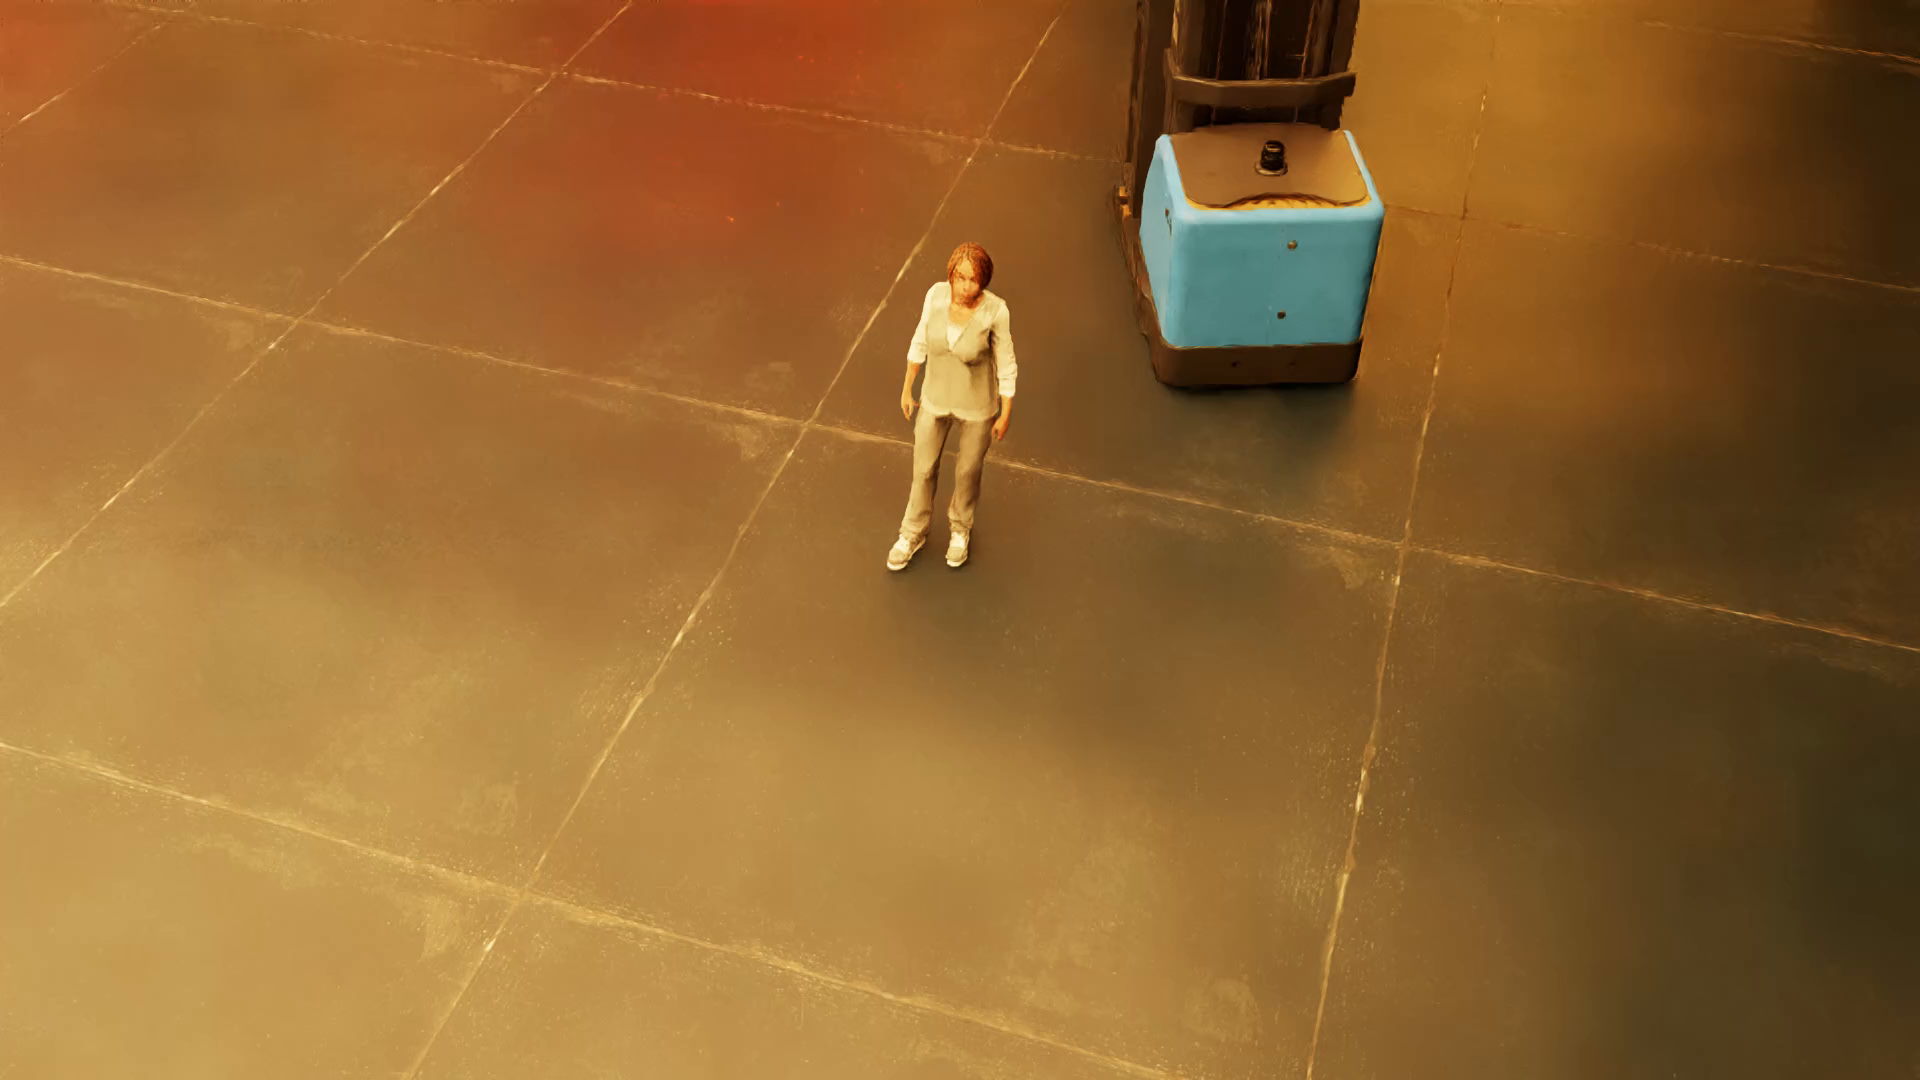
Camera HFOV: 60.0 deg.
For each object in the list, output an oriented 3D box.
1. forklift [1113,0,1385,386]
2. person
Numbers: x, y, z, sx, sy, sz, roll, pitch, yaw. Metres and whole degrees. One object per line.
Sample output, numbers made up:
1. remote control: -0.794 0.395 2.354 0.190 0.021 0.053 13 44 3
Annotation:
1. forklift: 1.488 -2.860 8.763 1.130 2.935 3.031 -2 43 -2
2. person: -0.036 -0.545 7.243 0.521 1.597 0.474 12 44 13
